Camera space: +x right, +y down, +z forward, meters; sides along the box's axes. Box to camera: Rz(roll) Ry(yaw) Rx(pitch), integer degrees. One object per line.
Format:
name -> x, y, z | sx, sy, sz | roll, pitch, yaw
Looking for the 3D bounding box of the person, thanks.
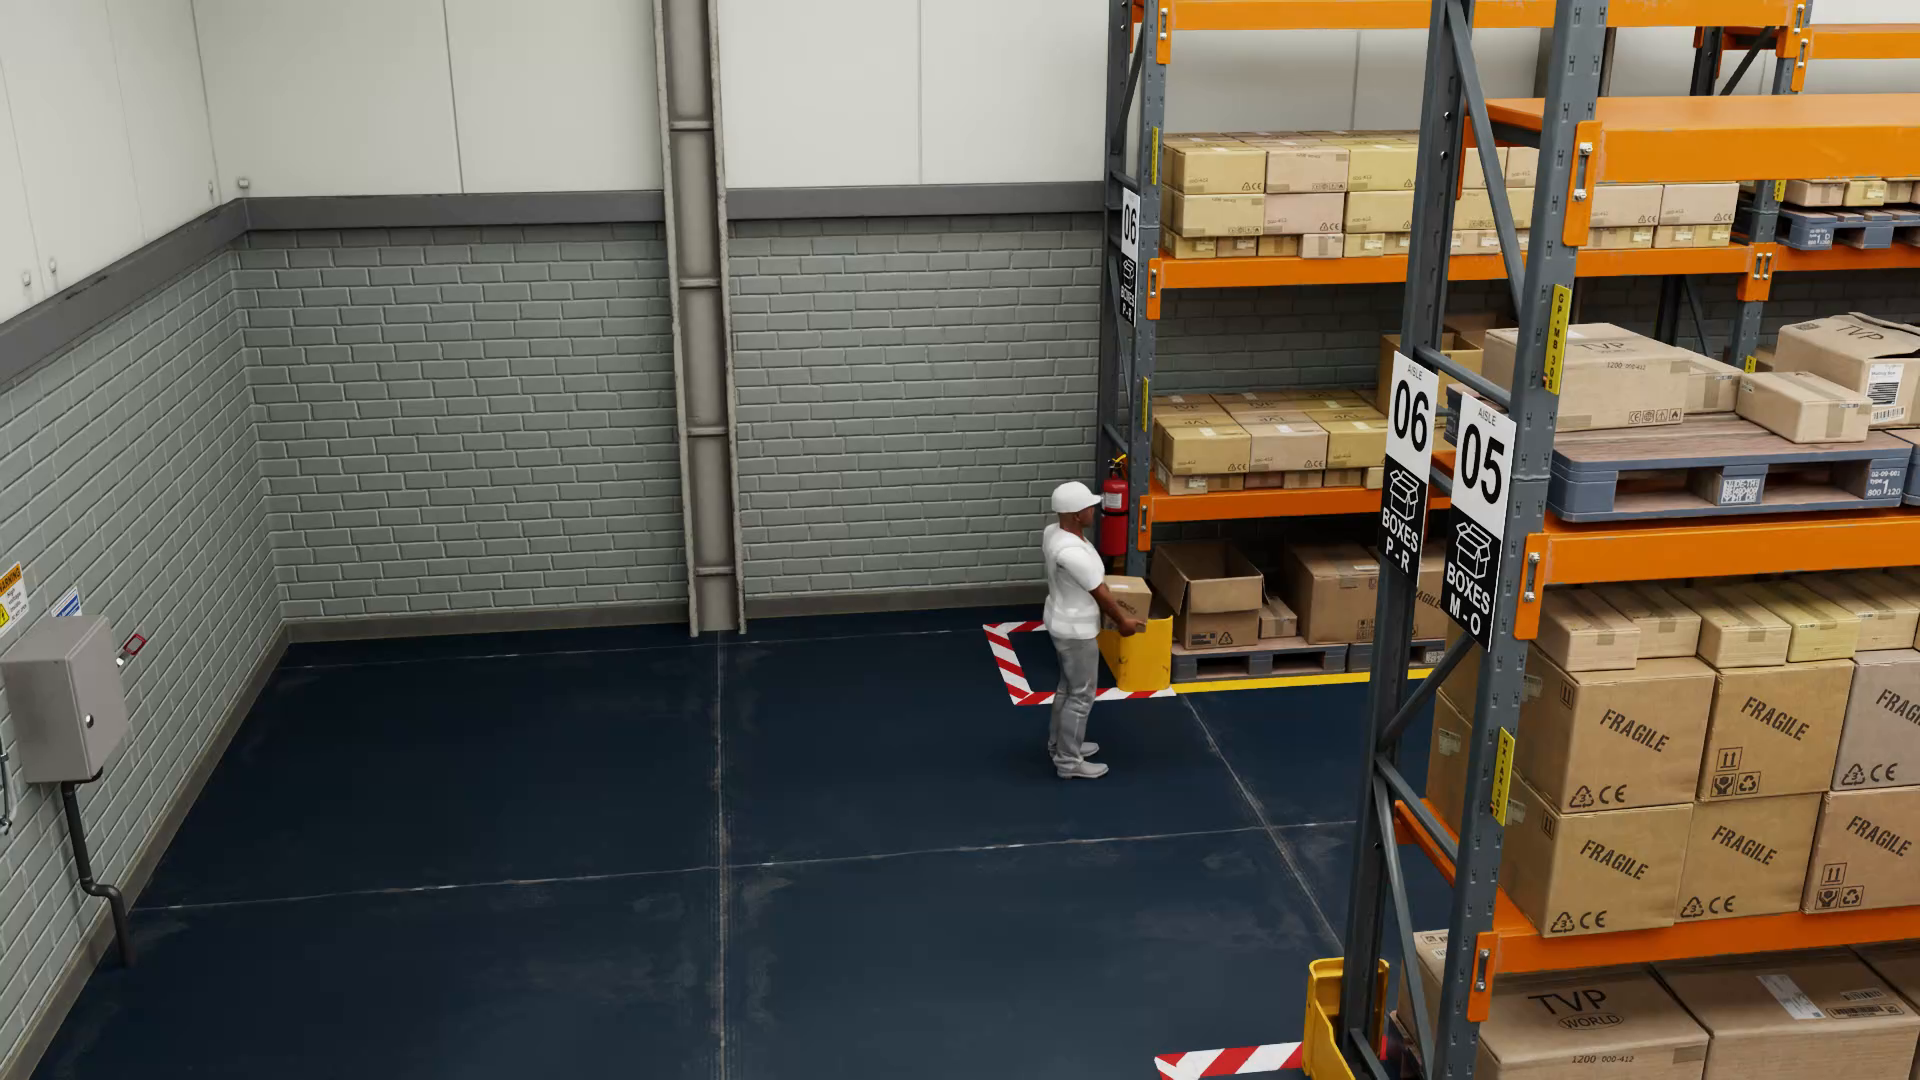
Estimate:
person -> 0.767, 0.503, 9.649 | 0.572, 1.762, 0.505 | -3, 20, -7
